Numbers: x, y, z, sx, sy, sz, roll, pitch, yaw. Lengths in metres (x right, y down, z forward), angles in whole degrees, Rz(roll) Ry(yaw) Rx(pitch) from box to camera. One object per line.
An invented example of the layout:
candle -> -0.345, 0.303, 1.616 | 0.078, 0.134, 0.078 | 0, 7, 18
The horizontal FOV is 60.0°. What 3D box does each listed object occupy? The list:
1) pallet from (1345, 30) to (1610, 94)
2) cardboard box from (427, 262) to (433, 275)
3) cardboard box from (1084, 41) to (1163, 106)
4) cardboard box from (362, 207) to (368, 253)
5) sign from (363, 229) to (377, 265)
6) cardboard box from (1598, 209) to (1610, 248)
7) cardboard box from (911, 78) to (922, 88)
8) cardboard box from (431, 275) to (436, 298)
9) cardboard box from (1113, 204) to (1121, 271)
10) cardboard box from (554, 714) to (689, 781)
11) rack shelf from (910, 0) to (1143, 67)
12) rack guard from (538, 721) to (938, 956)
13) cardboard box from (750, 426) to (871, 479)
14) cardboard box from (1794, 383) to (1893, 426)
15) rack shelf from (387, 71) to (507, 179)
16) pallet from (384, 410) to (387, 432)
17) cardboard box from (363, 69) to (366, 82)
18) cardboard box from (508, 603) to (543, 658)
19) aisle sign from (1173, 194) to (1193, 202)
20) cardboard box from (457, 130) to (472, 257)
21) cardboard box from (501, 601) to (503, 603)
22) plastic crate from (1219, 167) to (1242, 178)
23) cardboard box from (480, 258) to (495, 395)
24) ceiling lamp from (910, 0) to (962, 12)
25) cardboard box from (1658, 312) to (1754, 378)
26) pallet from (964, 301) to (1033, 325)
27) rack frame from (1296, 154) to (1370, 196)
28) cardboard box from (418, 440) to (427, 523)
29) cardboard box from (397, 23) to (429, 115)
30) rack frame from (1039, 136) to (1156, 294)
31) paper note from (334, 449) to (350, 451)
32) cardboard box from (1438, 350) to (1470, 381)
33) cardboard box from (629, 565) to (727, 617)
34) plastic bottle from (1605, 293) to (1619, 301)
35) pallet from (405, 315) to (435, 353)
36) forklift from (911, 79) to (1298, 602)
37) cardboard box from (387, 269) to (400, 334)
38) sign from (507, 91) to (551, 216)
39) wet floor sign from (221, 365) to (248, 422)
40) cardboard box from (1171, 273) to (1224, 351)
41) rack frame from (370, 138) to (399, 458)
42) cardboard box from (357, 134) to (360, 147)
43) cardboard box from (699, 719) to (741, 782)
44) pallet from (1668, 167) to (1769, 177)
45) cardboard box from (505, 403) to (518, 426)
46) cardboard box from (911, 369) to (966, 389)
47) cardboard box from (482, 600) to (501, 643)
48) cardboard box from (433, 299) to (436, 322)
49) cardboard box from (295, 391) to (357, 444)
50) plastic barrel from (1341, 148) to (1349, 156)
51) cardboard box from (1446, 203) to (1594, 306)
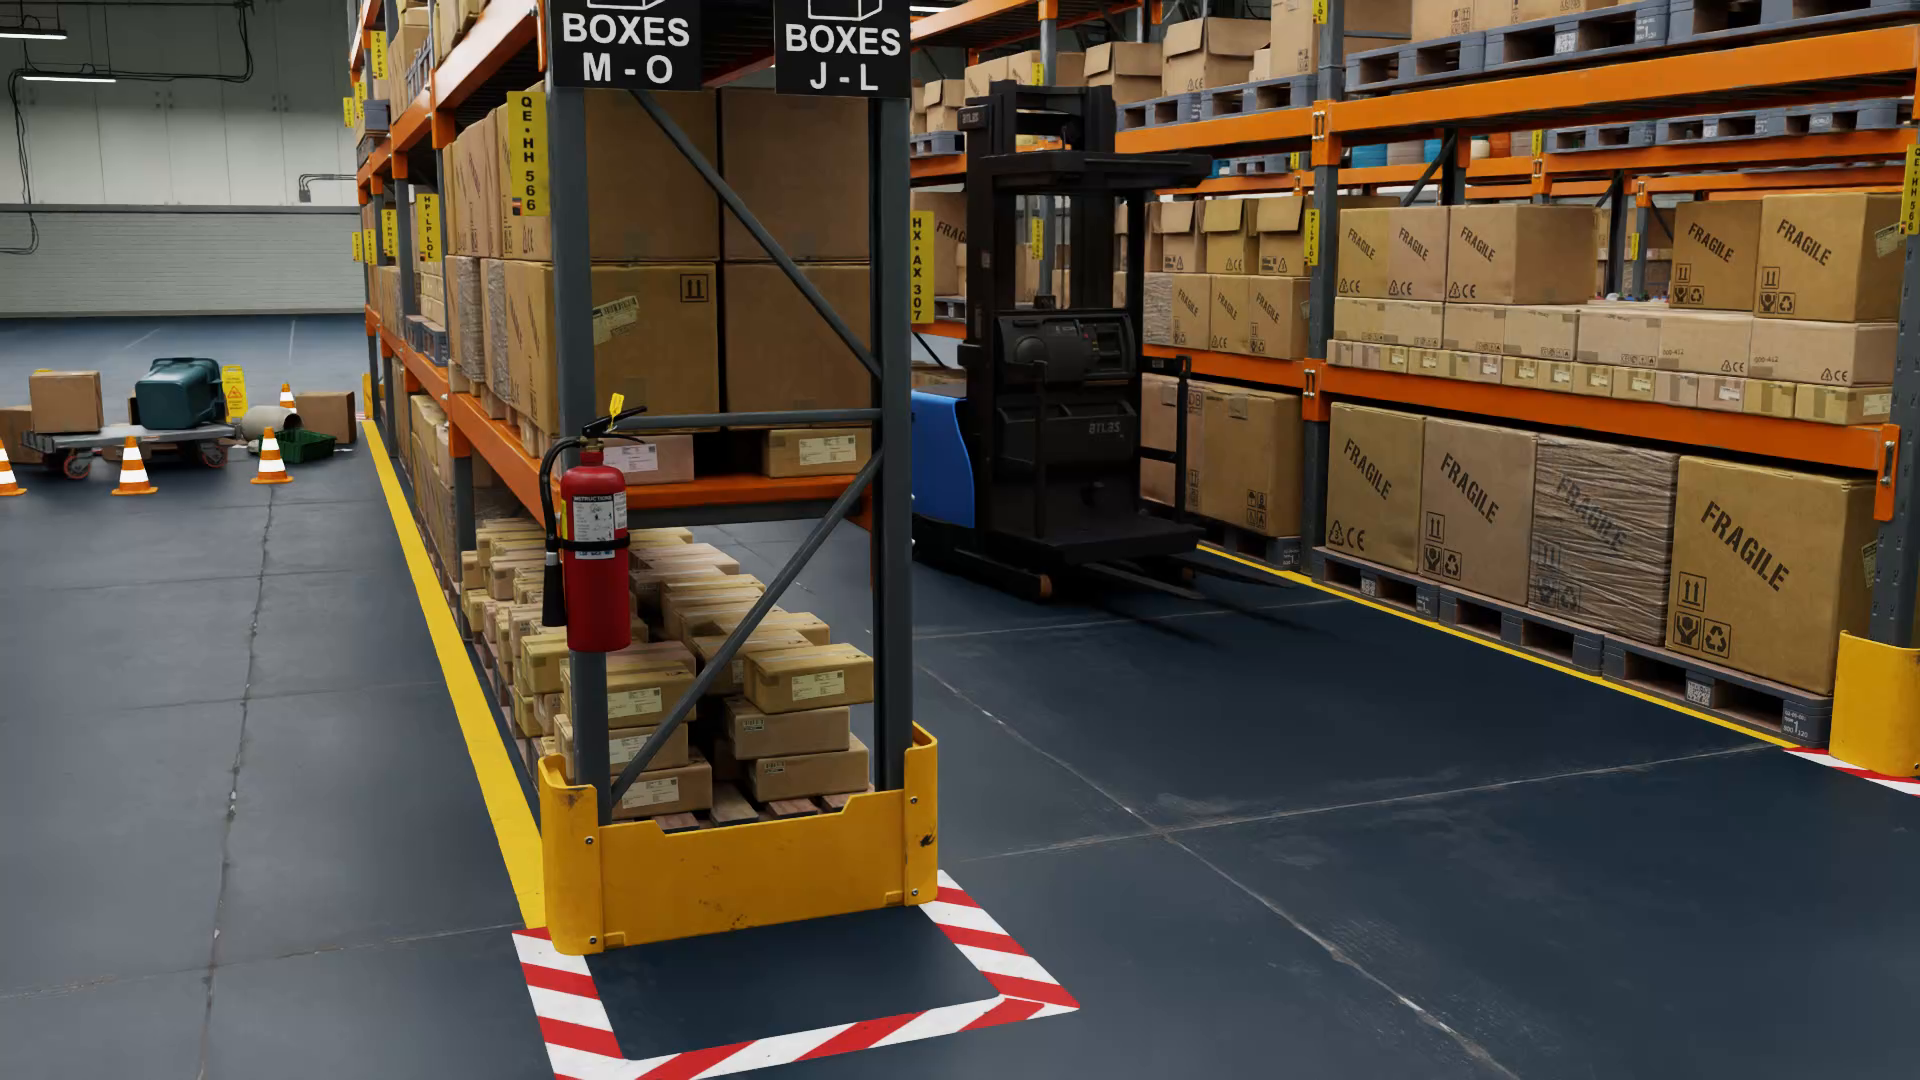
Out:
pallet -> 2.867, -2.589, 9.099 | 1.003, 0.211, 1.213 | -4, 11, -21
cardboard box -> -3.262, -1.806, 10.827 | 0.380, 0.149, 0.250 | -4, 11, -23
cardboard box -> 1.419, -3.583, 12.937 | 0.797, 0.503, 0.637 | -3, 11, -18
cardboard box -> -5.968, -3.309, 17.947 | 0.875, 0.550, 0.550 | -4, 11, -21
sign -> -5.495, -2.728, 15.491 | 0.100, 0.325, 0.005 | -4, 11, -21
cardboard box -> 8.565, -4.067, 21.726 | 0.700, 0.500, 0.500 | -4, 11, -21
cardboard box -> -0.720, -4.572, 17.430 | 0.500, 0.500, 0.500 | -4, 11, -23
cardboard box -> -3.160, -1.613, 10.594 | 0.380, 0.149, 0.250 | -4, 11, -21
cardboard box -> 1.381, -2.366, 13.006 | 0.797, 0.503, 0.637 | -4, 11, -19
cardboard box -> -1.087, 0.643, 5.331 | 0.380, 0.149, 0.250 | -4, 11, -22
rack shelf -> 0.406, -4.672, 15.187 | 1.077, 0.370, 4.000 | -4, 11, -21
rack guard -> -0.657, 0.879, 5.050 | 1.175, 0.500, 0.348 | -4, 11, -21
cardboard box -> -0.442, -0.289, 5.197 | 0.380, 0.149, 0.250 | -4, 11, -21
cardboard box -> 3.594, -0.551, 6.669 | 0.380, 0.149, 0.250 | -4, 11, -20
rack shelf -> -2.804, -2.441, 10.067 | 1.077, 0.370, 4.000 | -4, 11, -21
pallet -> -5.627, -1.253, 17.864 | 1.003, 0.211, 1.213 | -4, 11, -21
cardboard box -> -5.408, -4.339, 15.639 | 0.380, 0.149, 0.250 | -4, 11, -21
cardboard box -> -1.492, 0.329, 6.248 | 0.380, 0.149, 0.250 | -3, 11, -19
aisle sign -> 3.099, -4.874, 22.832 | 0.394, 0.787, 0.004 | -4, 11, -21
cardboard box -> -1.787, -1.423, 6.865 | 0.500, 0.500, 0.500 | -4, 11, -20
cardboard box -> -1.949, 0.211, 7.761 | 0.380, 0.149, 0.250 | -4, 11, -21
plastic crate -> 3.339, -4.494, 20.306 | 0.243, 0.136, 0.396 | -4, 11, -21
cardboard box -> -1.578, -0.840, 6.445 | 0.500, 0.500, 0.500 | -3, 11, -18
ceiling lamp -> -1.032, -10.400, 27.523 | 2.000, 3.185, 0.800 | -4, 11, -21
cardboard box -> 3.424, -0.855, 7.241 | 0.500, 0.250, 0.500 | -4, 11, -22
pallet -> 0.773, -1.958, 14.412 | 1.213, 0.211, 1.003 | -4, 11, -21
rack frame -> 4.298, -2.910, 19.217 | 1.000, 3.000, 0.127 | -4, 11, -21
cardboard box -> -3.325, -0.407, 11.084 | 0.500, 0.500, 0.500 | -4, 11, -20
cardboard box -> -3.196, -2.898, 10.299 | 0.500, 0.500, 0.500 | -4, 11, -21
rack frame -> 1.131, -1.943, 13.779 | 1.000, 3.000, 0.127 | -4, 11, -21
paper note -> -6.066, -0.889, 16.327 | 0.142, 0.020, 0.147 | 5, 11, 28
cardboard box -> 2.758, -0.927, 8.783 | 0.380, 0.149, 0.250 | -4, 11, -22
cardboard box -> -1.179, 0.209, 6.921 | 0.380, 0.149, 0.250 | -4, 11, -21
plastic bottle -> 5.770, -2.030, 14.620 | 0.152, 0.276, 0.135 | -4, 11, -21
pallet -> -3.171, -1.441, 11.503 | 1.213, 0.211, 1.003 | -4, 11, -21
forklift -> 0.746, -1.181, 9.689 | 1.130, 2.935, 3.031 | -6, 12, -29
cardboard box -> -4.303, -1.914, 13.328 | 0.500, 0.500, 0.500 | -4, 11, -22
sign -> -1.154, -1.033, 4.453 | 0.100, 0.325, 0.005 | -4, 11, -21
wet floor sign -> -8.284, -1.671, 18.970 | 0.267, 0.644, 0.232 | -6, 12, -31
cardboard box -> 1.787, -1.565, 11.365 | 0.500, 0.500, 0.500 | -4, 11, -22
rack frame -> -4.978, -2.298, 15.773 | 1.000, 3.000, 0.127 | -4, 11, -21
cardboard box -> -6.419, -4.401, 18.264 | 0.380, 0.149, 0.250 | -4, 11, -21
cardboard box -> -0.692, 0.714, 5.780 | 0.380, 0.149, 0.250 | -4, 11, -21
pallet -> 9.247, -4.464, 19.930 | 0.805, 0.209, 1.217 | -4, 11, -23
cardboard box -> -1.619, -0.549, 6.657 | 0.380, 0.149, 0.250 | -3, 11, -19
cardboard box -> -0.116, -1.480, 17.059 | 0.700, 0.500, 0.500 | -5, 11, -25
cardboard box -> -2.012, 0.365, 7.742 | 0.380, 0.149, 0.250 | -4, 11, -21
cardboard box -> -3.162, -1.467, 10.621 | 0.380, 0.149, 0.250 | -4, 11, -19
cardboard box -> -6.497, -1.257, 17.050 | 0.500, 0.500, 0.500 | -2, 10, -11
plastic barrel -> 4.325, -4.732, 19.373 | 0.421, 0.512, 0.421 | 0, 10, 0
cardboard box -> 2.880, -1.472, 8.569 | 0.500, 0.500, 0.500 | -4, 11, -23
